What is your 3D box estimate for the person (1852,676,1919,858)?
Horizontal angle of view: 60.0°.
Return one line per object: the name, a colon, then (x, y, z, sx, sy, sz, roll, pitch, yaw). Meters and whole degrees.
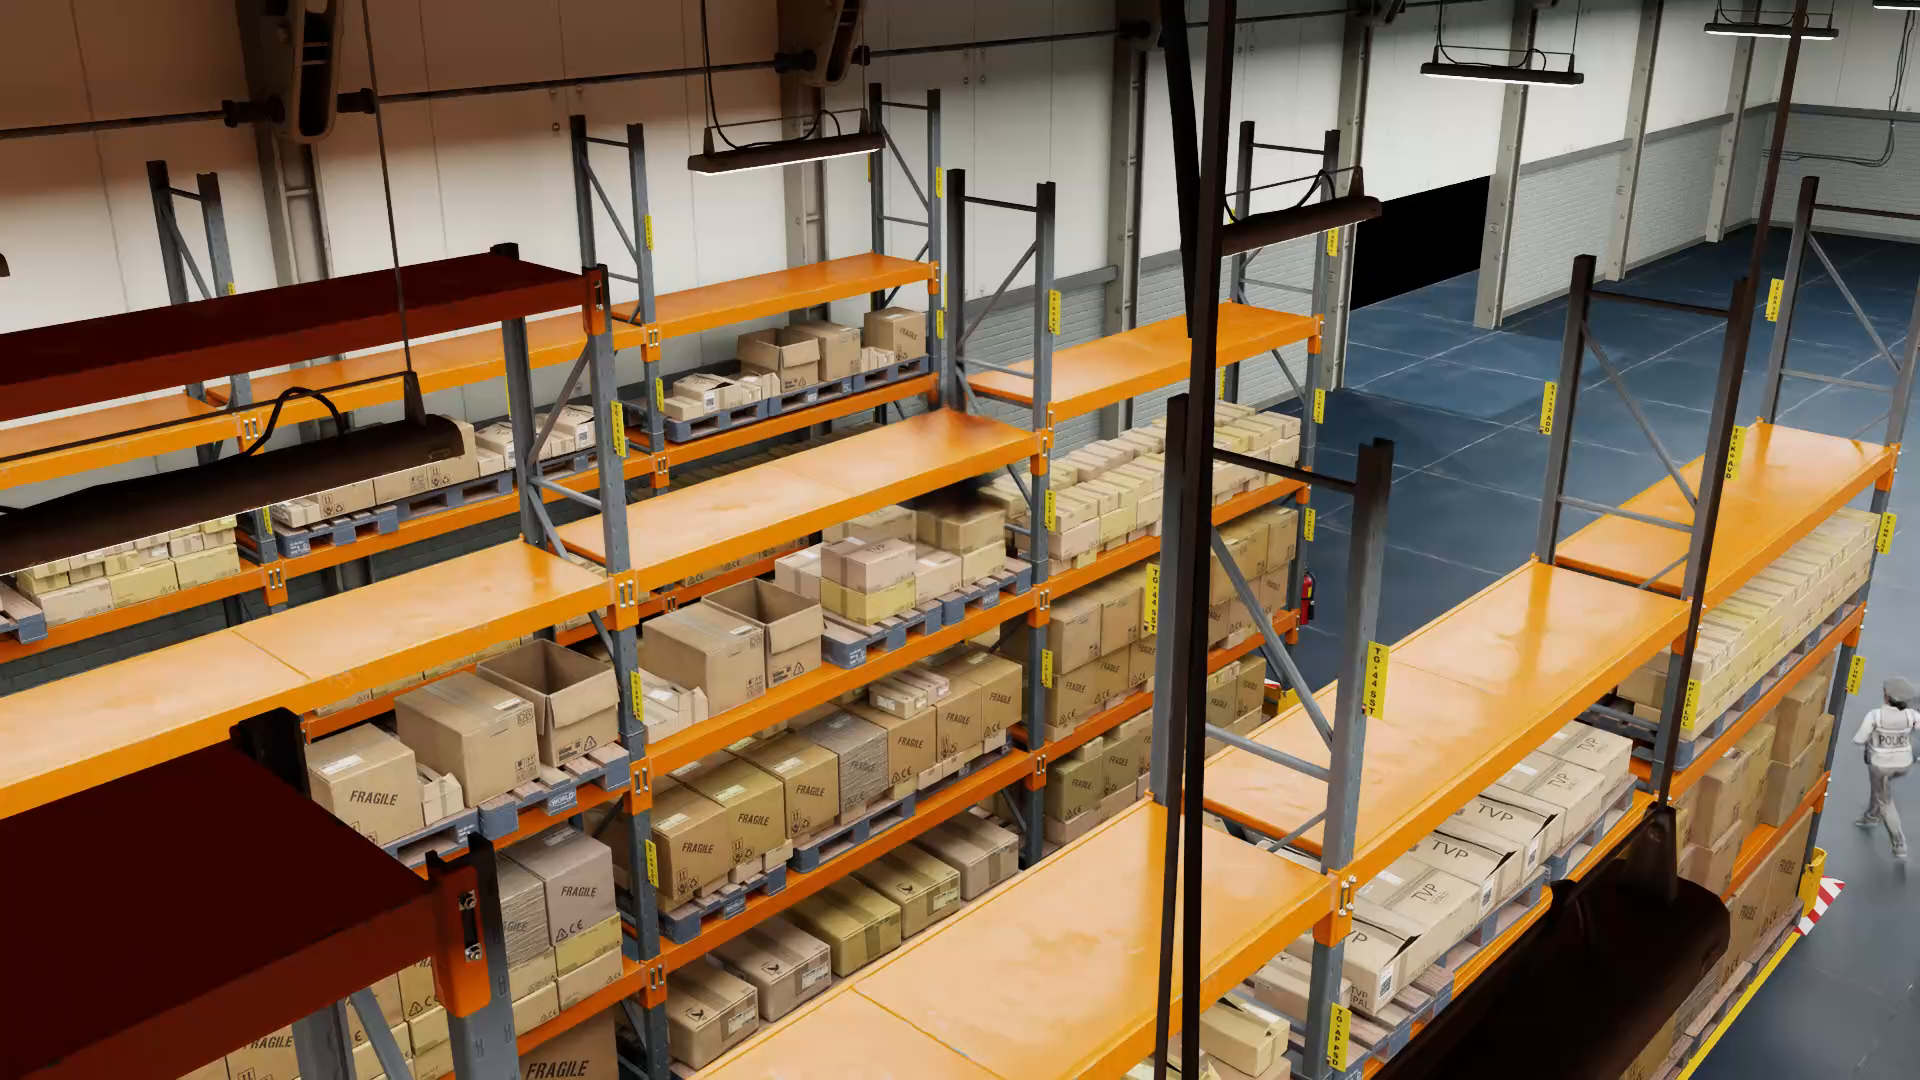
person: (8.116, 1.961, 14.631, 0.600, 1.686, 0.815, 0, 21, -1)
